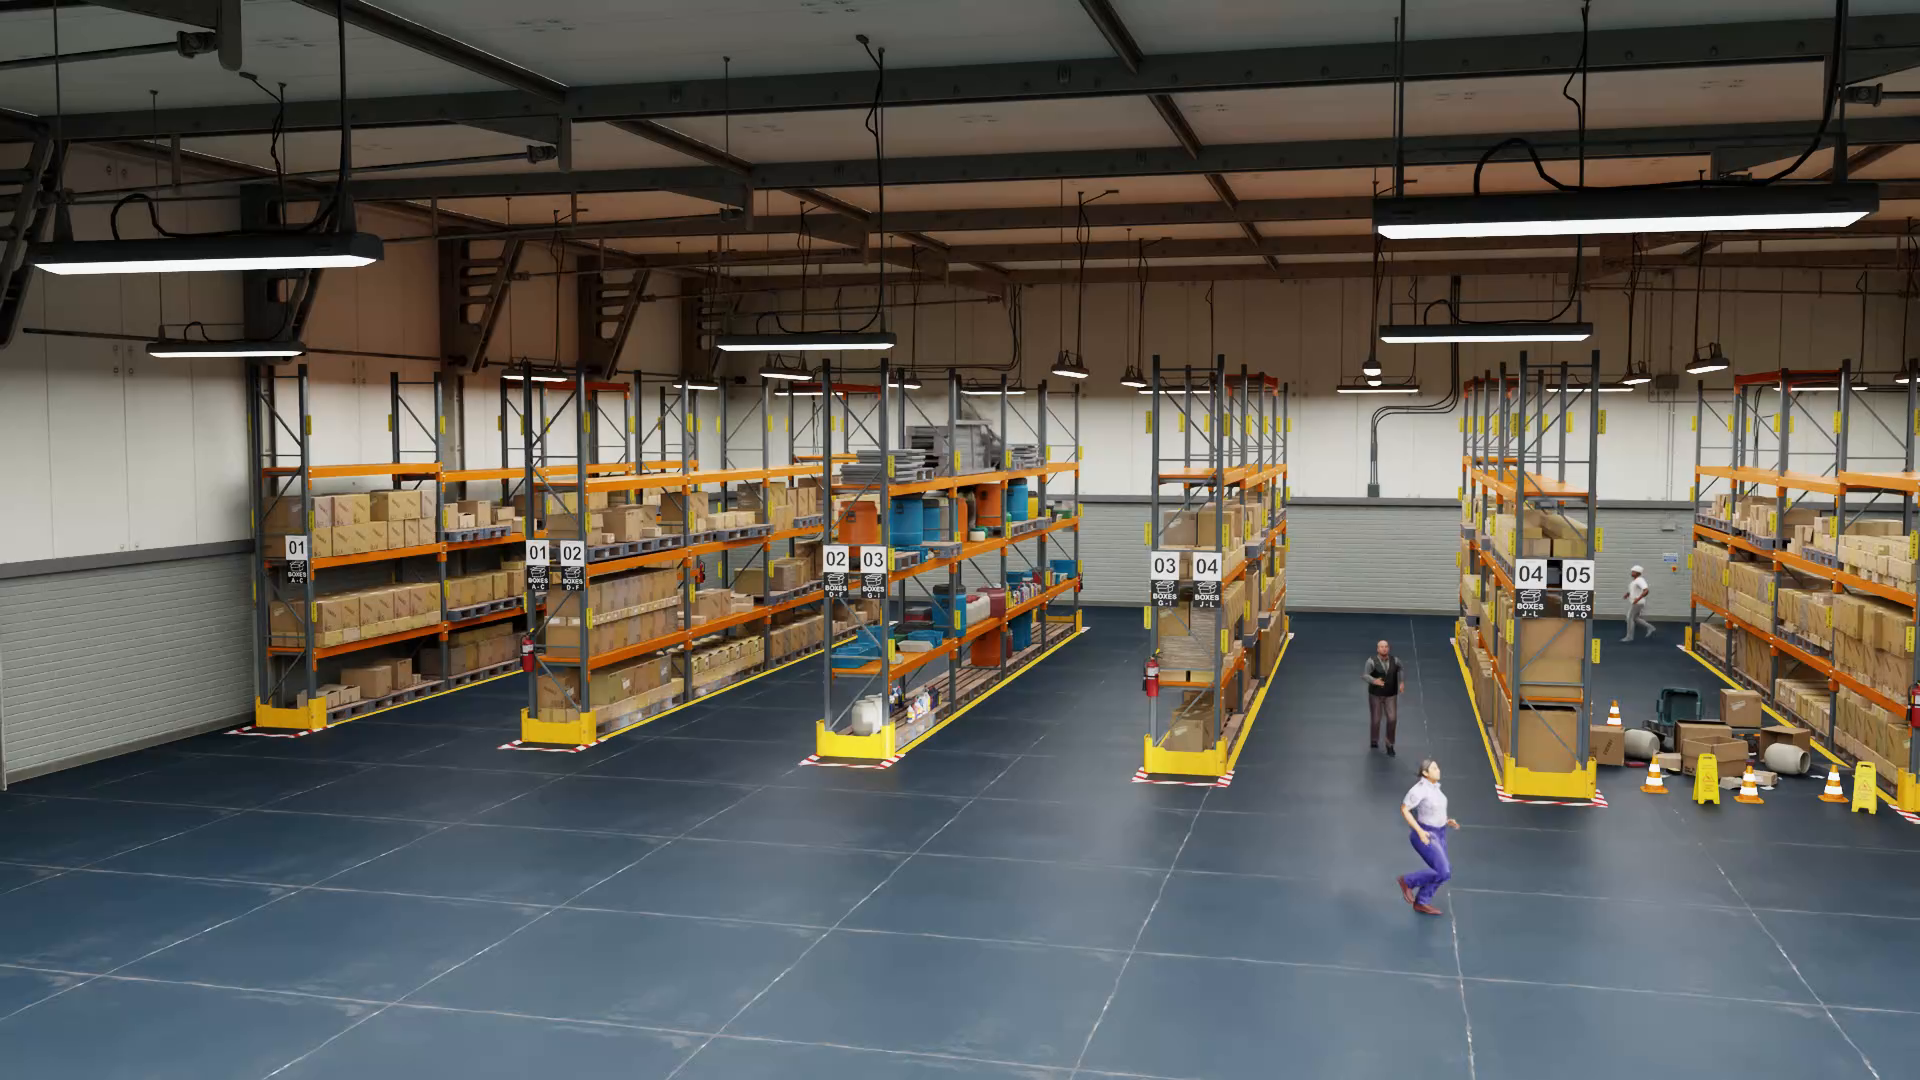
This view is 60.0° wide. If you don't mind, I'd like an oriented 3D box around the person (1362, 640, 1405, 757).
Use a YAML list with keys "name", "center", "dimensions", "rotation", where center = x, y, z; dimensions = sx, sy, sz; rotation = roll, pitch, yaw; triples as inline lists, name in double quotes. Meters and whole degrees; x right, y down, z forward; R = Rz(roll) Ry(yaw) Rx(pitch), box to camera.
- name: "person"
  center: [6.443, 2.421, 25.295]
  dimensions: [0.675, 1.795, 0.748]
  rotation: [0, 4, 5]

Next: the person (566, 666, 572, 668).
- name: "person"
  center: [-7.207, 2.039, 30.949]
  dimensions: [0.562, 1.656, 0.595]
  rotation: [0, 4, 4]

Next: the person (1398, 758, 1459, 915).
- name: "person"
  center: [4.810, 3.035, 17.018]
  dimensions: [0.547, 1.603, 0.607]
  rotation: [3, 5, 36]

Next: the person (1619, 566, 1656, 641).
- name: "person"
  center: [15.717, 1.476, 38.531]
  dimensions: [0.775, 1.769, 0.726]
  rotation: [1, 4, 15]
